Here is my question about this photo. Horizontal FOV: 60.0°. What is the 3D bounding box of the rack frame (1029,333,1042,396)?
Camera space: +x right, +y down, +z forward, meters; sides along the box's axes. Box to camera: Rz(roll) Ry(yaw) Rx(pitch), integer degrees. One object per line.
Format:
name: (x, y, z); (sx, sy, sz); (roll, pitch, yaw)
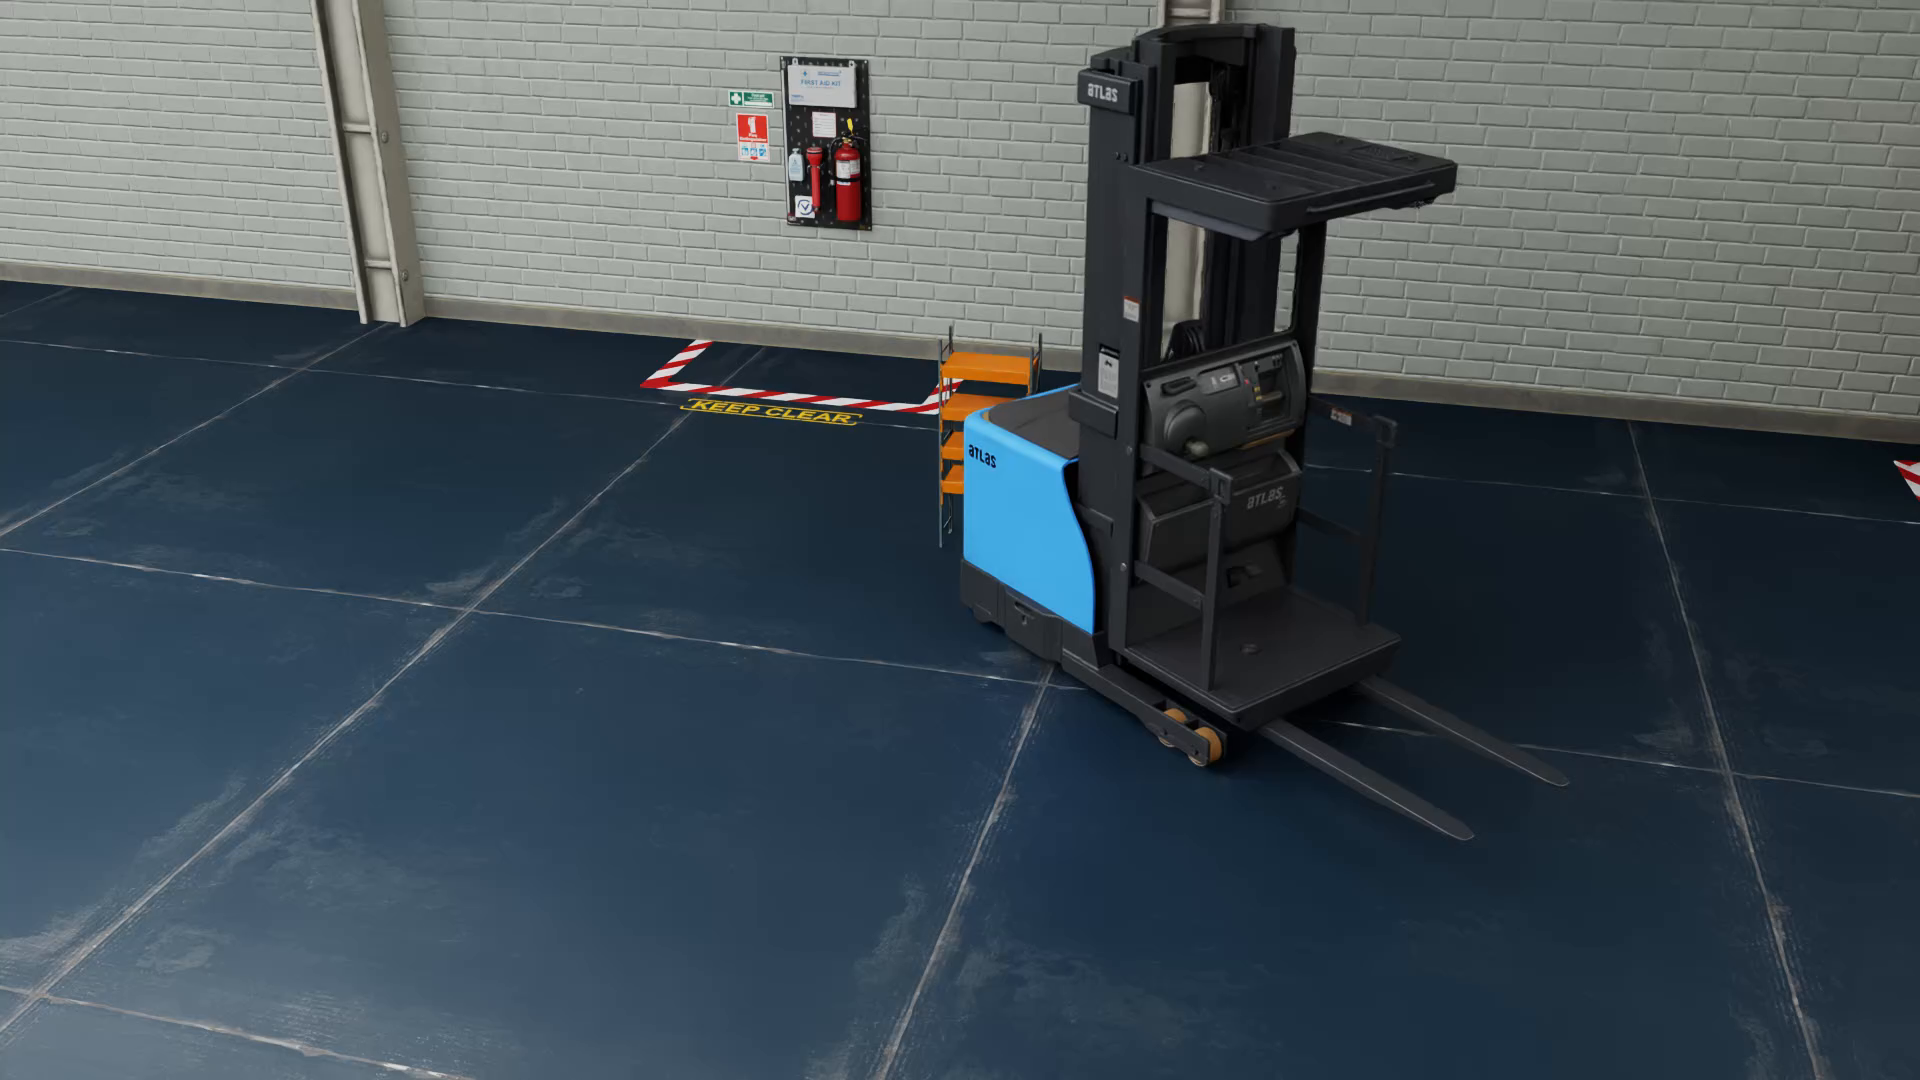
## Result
rack frame: (0.397, -0.498, 8.900); (0.015, 1.200, 0.240); (6, 26, 13)

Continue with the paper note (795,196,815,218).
paper note: (-1.093, -2.347, 11.715); (0.142, 0.148, 0.016); (6, 26, 13)

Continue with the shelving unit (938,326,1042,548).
shelving unit: (0.160, -0.524, 8.955); (0.503, 1.200, 0.258); (6, 26, 13)

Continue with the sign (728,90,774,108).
sign: (-1.446, -3.051, 11.510); (0.331, 0.109, 0.001); (6, 26, 13)

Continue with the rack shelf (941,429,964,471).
rack shelf: (0.160, -0.463, 8.984); (0.480, 0.148, 0.258); (6, 26, 13)

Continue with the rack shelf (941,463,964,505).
rack shelf: (0.160, -0.284, 9.069); (0.480, 0.148, 0.258); (6, 26, 13)

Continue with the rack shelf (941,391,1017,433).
rack shelf: (0.160, -0.665, 8.888); (0.480, 0.148, 0.258); (6, 26, 13)

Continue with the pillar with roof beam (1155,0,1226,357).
pillar with roof beam: (0.373, -3.333, 5.783); (0.400, 9.000, 9.100); (6, 26, 13)

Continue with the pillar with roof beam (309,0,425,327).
pillar with roof beam: (-5.438, -3.976, 7.132); (0.400, 9.000, 9.100); (6, 26, 13)

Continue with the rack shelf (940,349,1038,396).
rack shelf: (0.160, -0.879, 8.786); (0.480, 0.148, 0.258); (6, 26, 13)

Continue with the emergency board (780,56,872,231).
emergency board: (-0.938, -2.697, 11.426); (0.643, 1.169, 0.194); (6, 26, 13)

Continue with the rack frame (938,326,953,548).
rack frame: (-0.076, -0.550, 9.010); (0.015, 1.200, 0.240); (6, 26, 13)

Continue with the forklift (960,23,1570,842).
forklift: (1.285, -0.584, 7.067); (1.130, 2.935, 3.031); (-18, 31, -33)

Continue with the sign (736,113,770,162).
sign: (-1.448, -2.815, 11.633); (0.234, 0.329, 0.001); (6, 26, 13)
